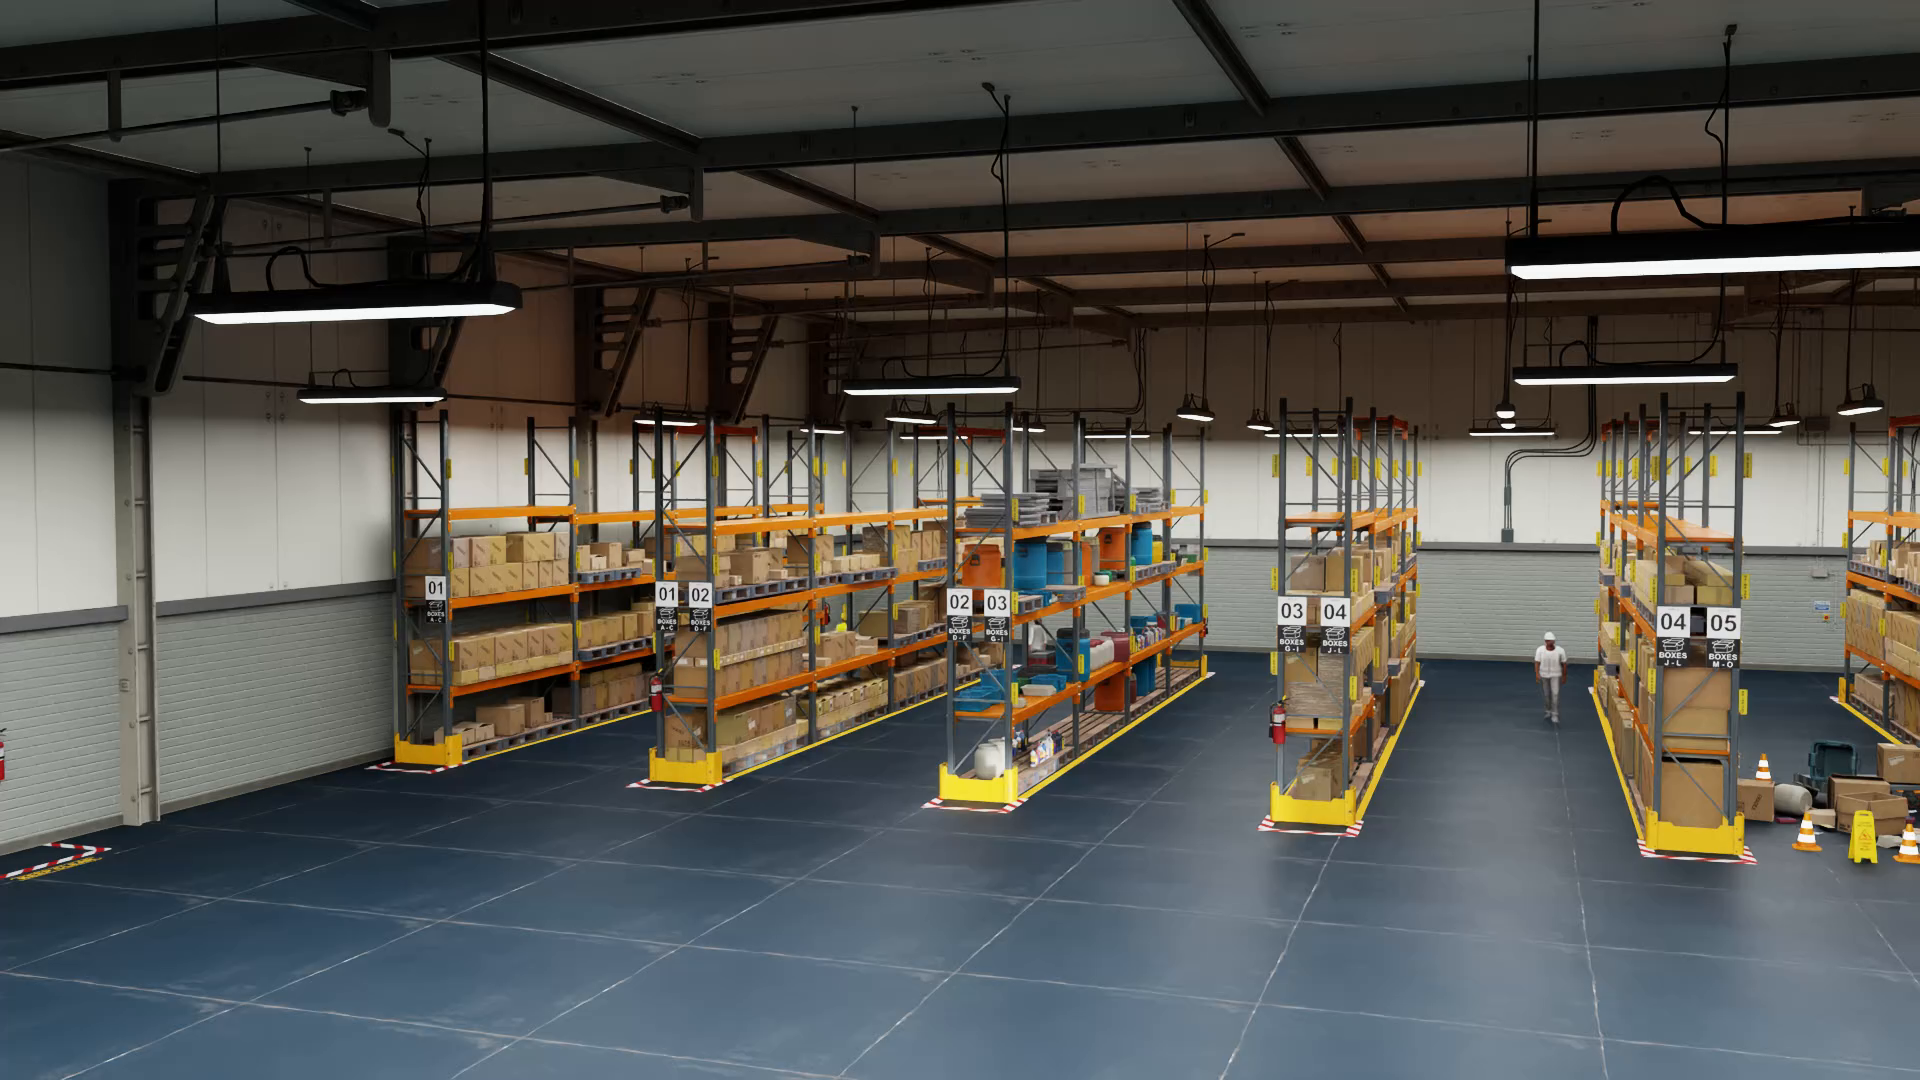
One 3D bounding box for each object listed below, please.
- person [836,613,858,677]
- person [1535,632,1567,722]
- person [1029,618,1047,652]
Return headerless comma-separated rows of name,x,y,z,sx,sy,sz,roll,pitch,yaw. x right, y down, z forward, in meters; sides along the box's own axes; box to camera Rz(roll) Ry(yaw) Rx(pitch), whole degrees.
person,-2.586,2.500,37.741,0.599,1.752,0.471,1,3,29
person,11.688,2.696,32.963,0.587,1.720,0.925,1,3,31
person,1.815,2.567,38.714,0.416,1.610,0.629,0,2,4
